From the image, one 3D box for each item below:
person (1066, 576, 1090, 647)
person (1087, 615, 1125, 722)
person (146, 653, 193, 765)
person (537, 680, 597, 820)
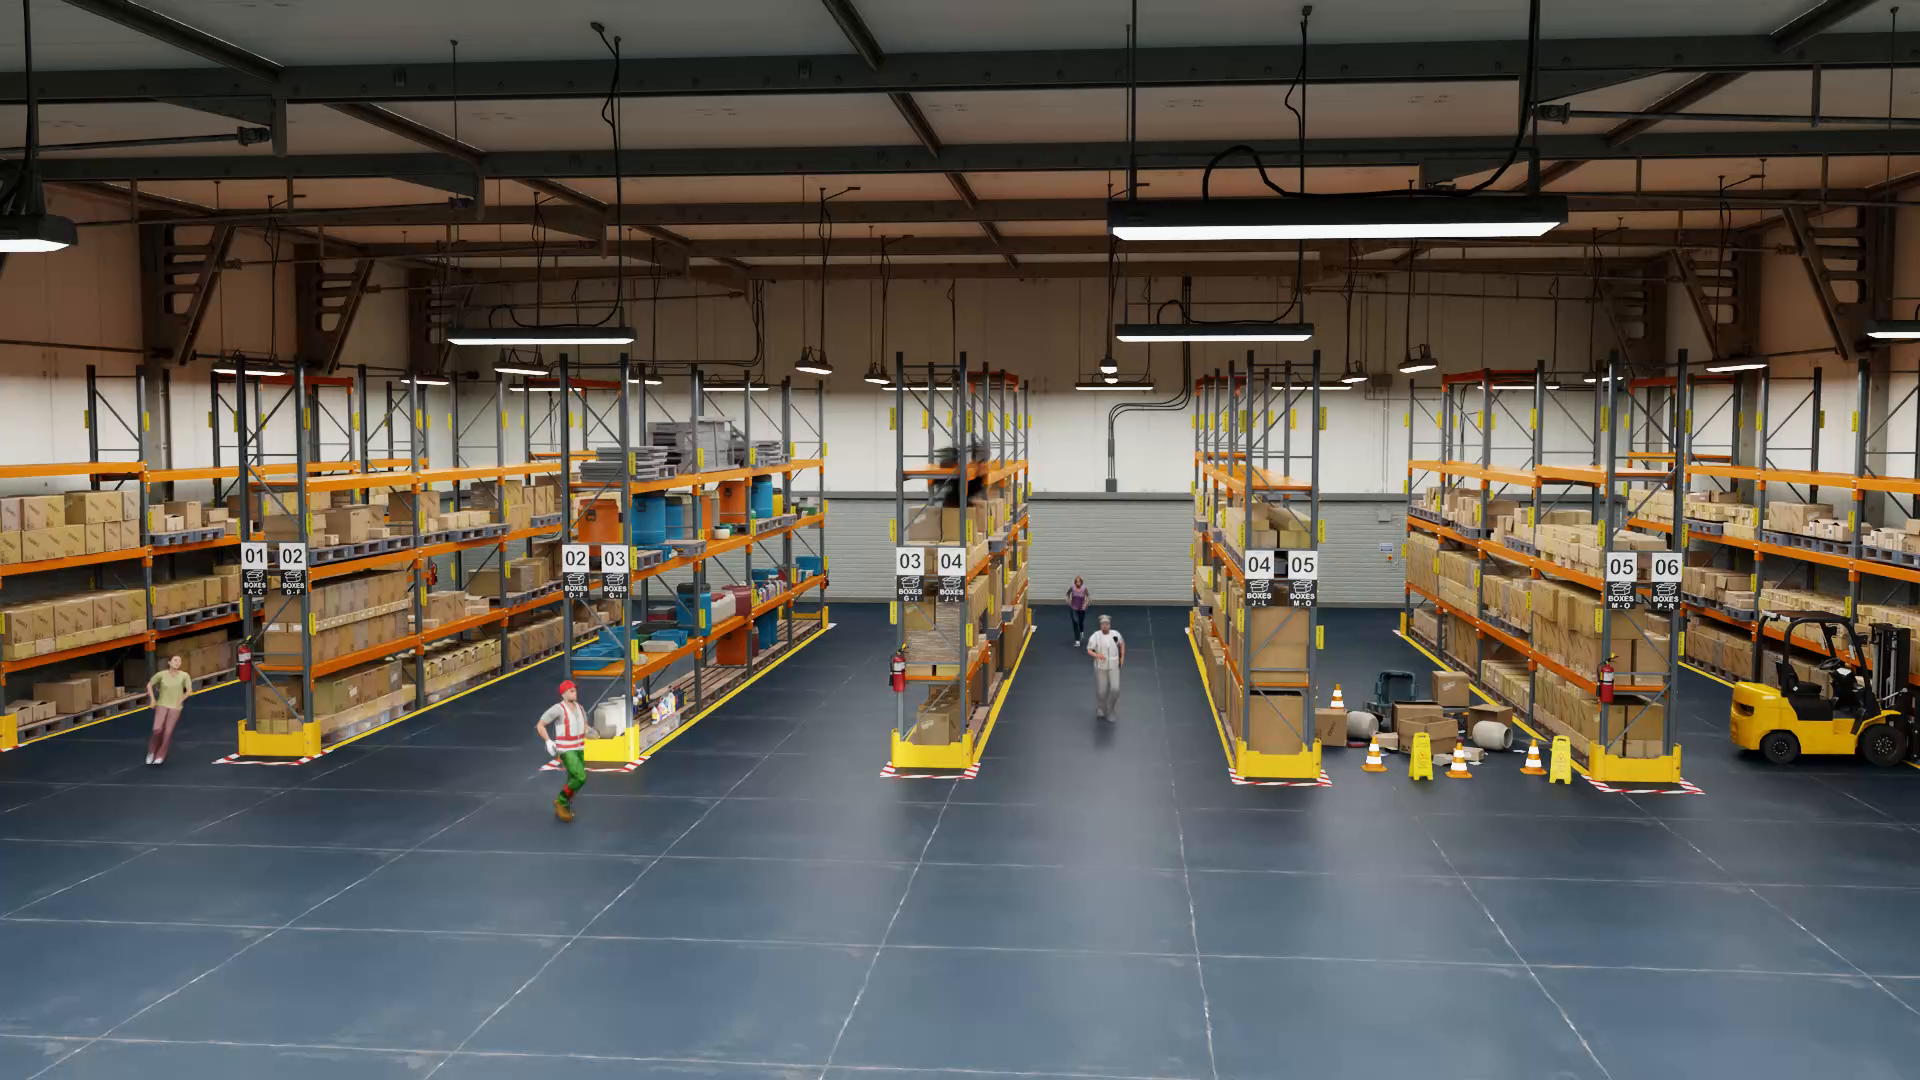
[{"bbox_3d":[2.662,1.571,37.364,0.544,1.563,0.928,1,4,9],"label":"person"},{"bbox_3d":[2.456,2.157,27.902,0.665,1.820,0.723,0,4,-2],"label":"person"},{"bbox_3d":[-11.575,2.469,24.312,0.648,1.608,0.542,-2,4,-22],"label":"person"},{"bbox_3d":[-4.838,2.628,20.774,0.653,1.744,0.655,2,5,27],"label":"person"}]
